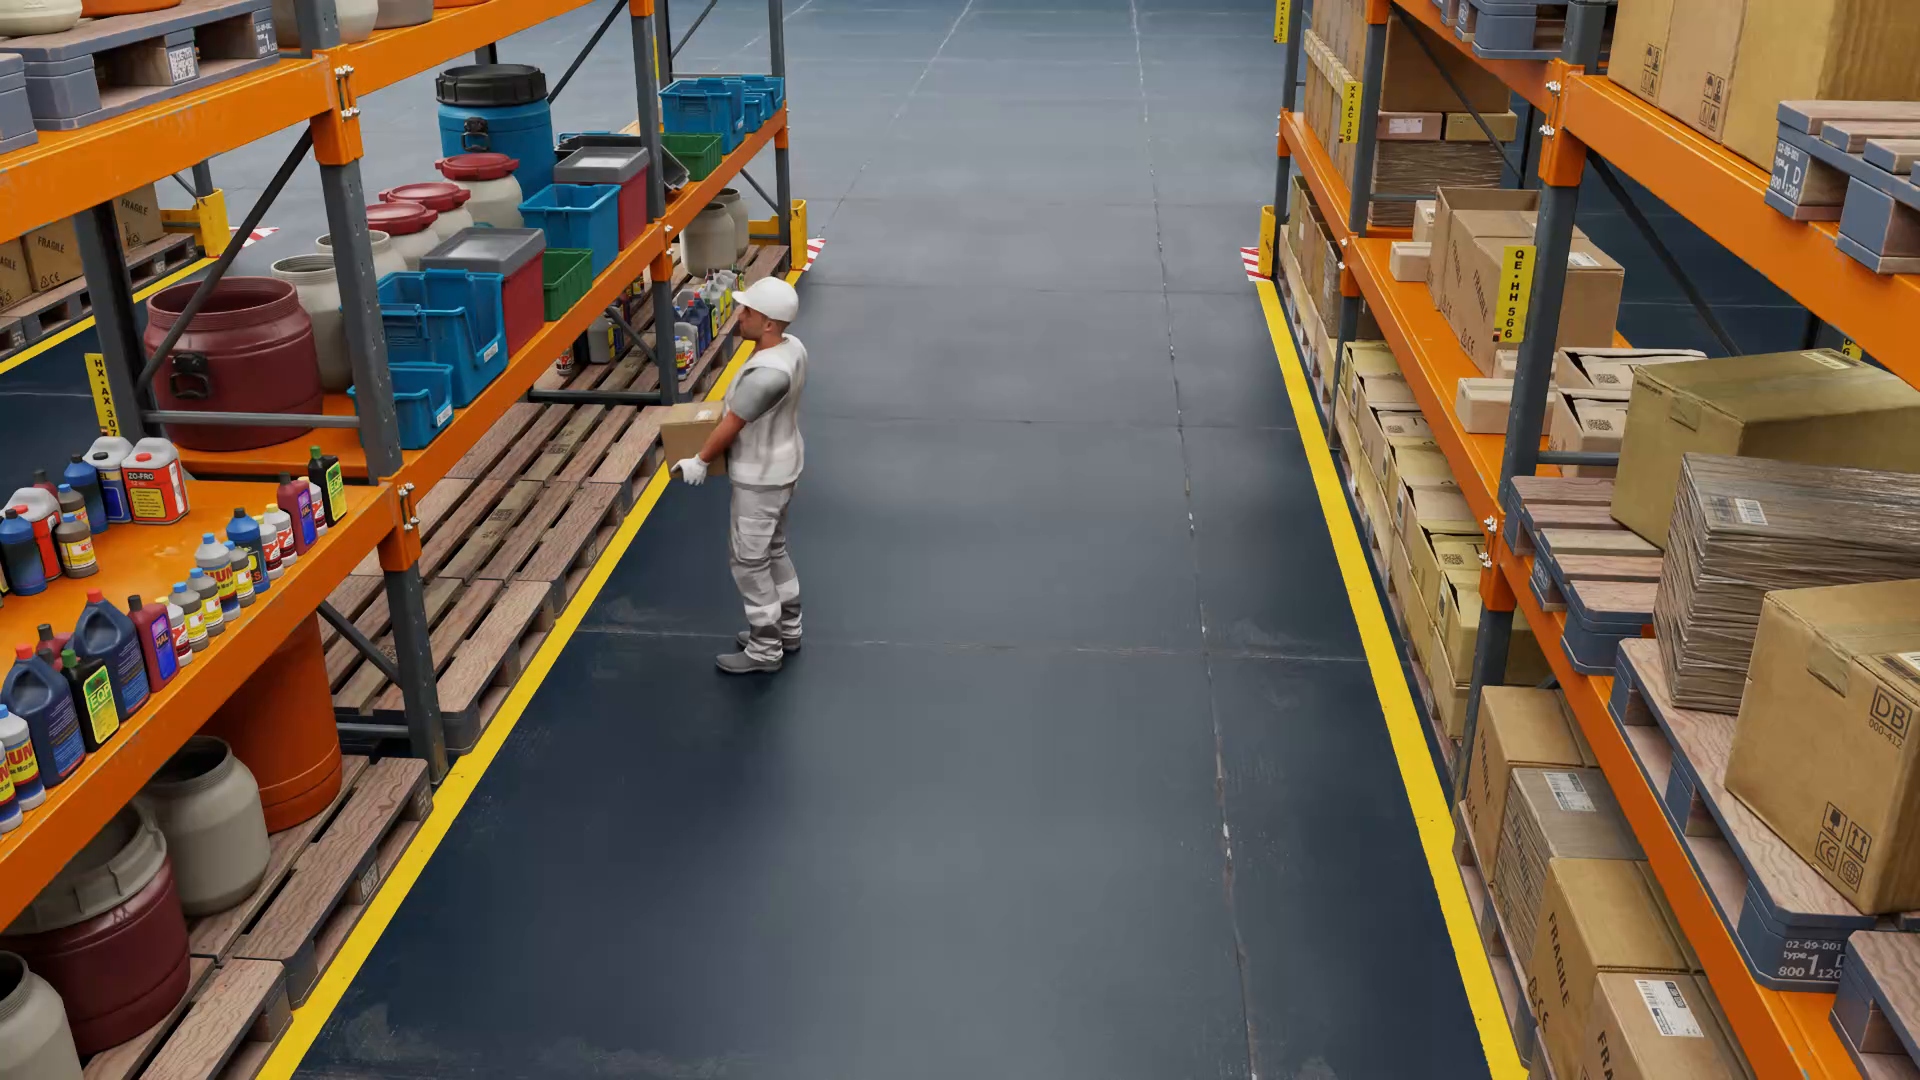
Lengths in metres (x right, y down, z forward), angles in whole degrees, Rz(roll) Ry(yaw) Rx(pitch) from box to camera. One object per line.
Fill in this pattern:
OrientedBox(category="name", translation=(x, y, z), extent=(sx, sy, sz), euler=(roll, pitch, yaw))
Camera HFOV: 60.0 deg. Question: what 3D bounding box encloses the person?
OrientedBox(category="person", translation=(-0.940, -0.268, 7.176), extent=(0.560, 1.782, 0.491), euler=(2, 24, 5))
